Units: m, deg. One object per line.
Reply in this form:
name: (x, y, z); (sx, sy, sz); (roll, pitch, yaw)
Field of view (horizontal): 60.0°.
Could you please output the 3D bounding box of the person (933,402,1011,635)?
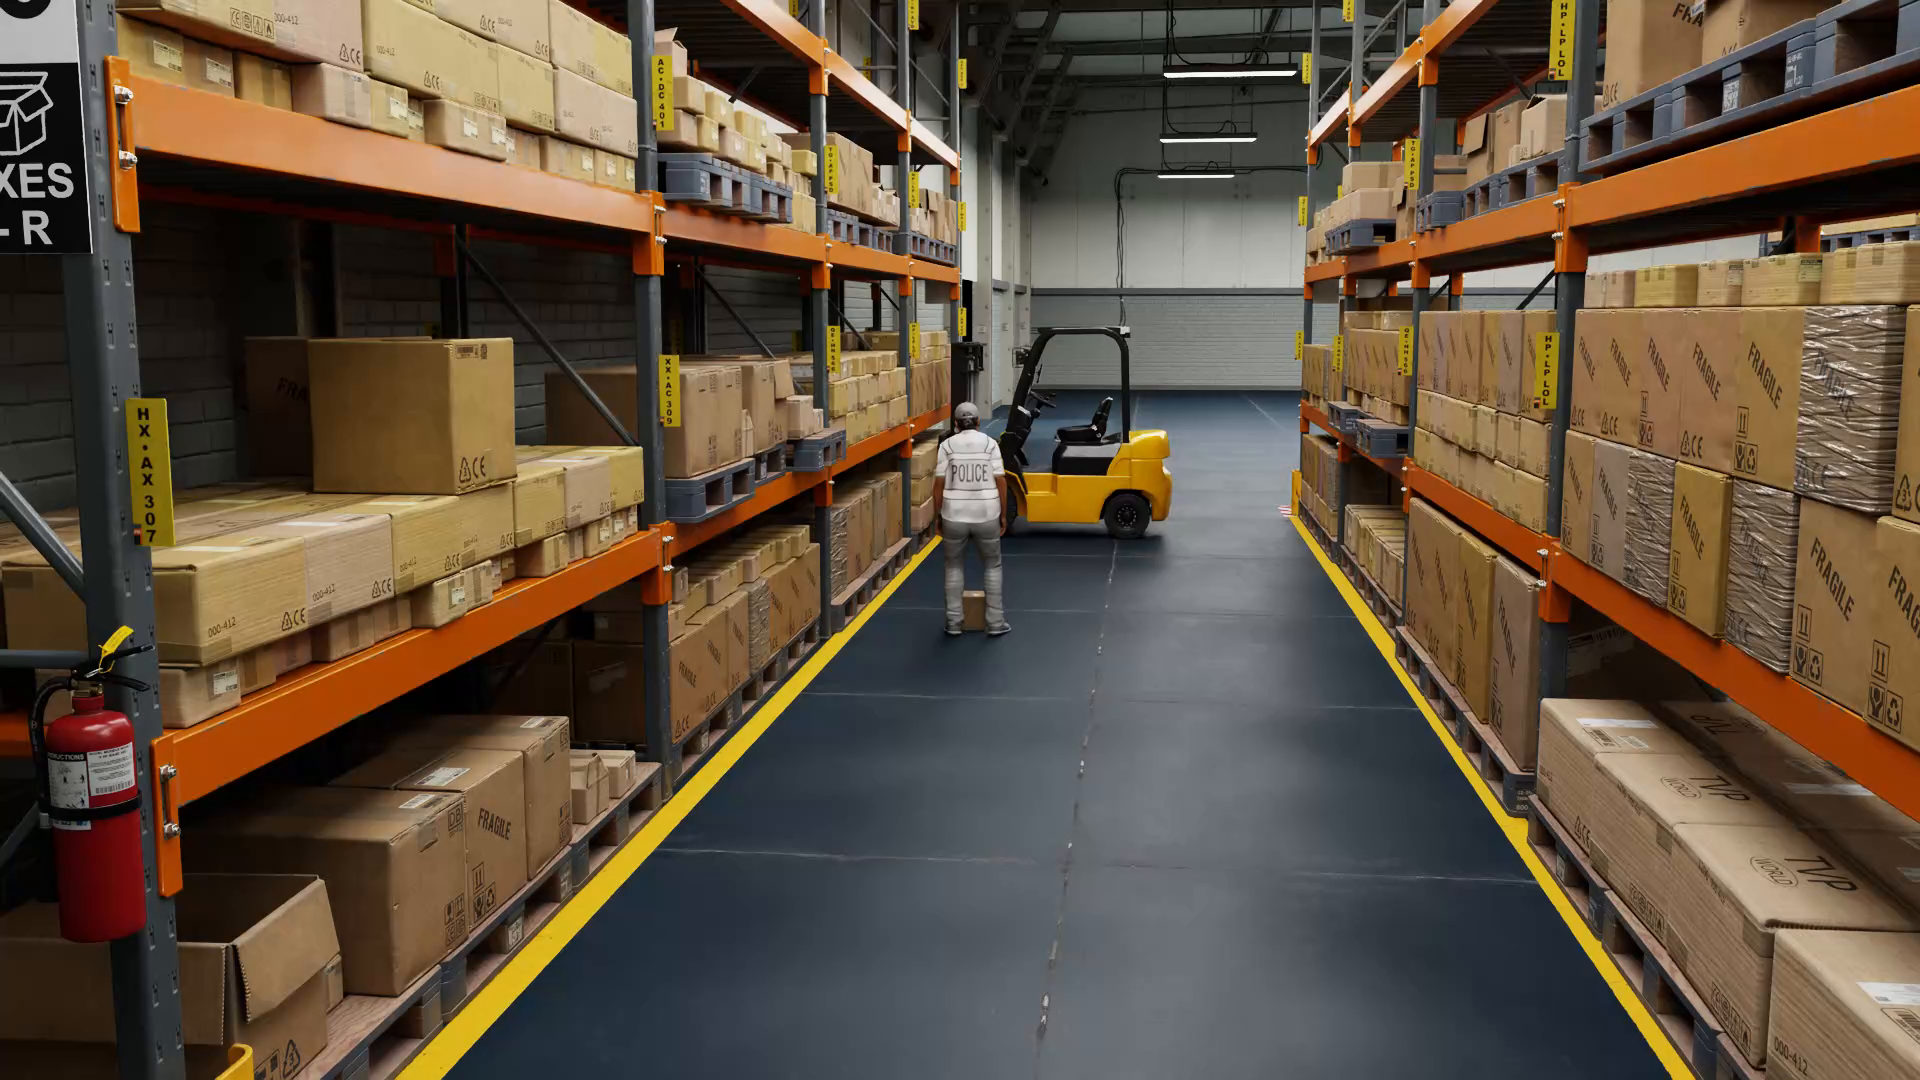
person: (0.088, -0.151, 11.896); (0.560, 1.665, 0.468); (0, 8, 1)
